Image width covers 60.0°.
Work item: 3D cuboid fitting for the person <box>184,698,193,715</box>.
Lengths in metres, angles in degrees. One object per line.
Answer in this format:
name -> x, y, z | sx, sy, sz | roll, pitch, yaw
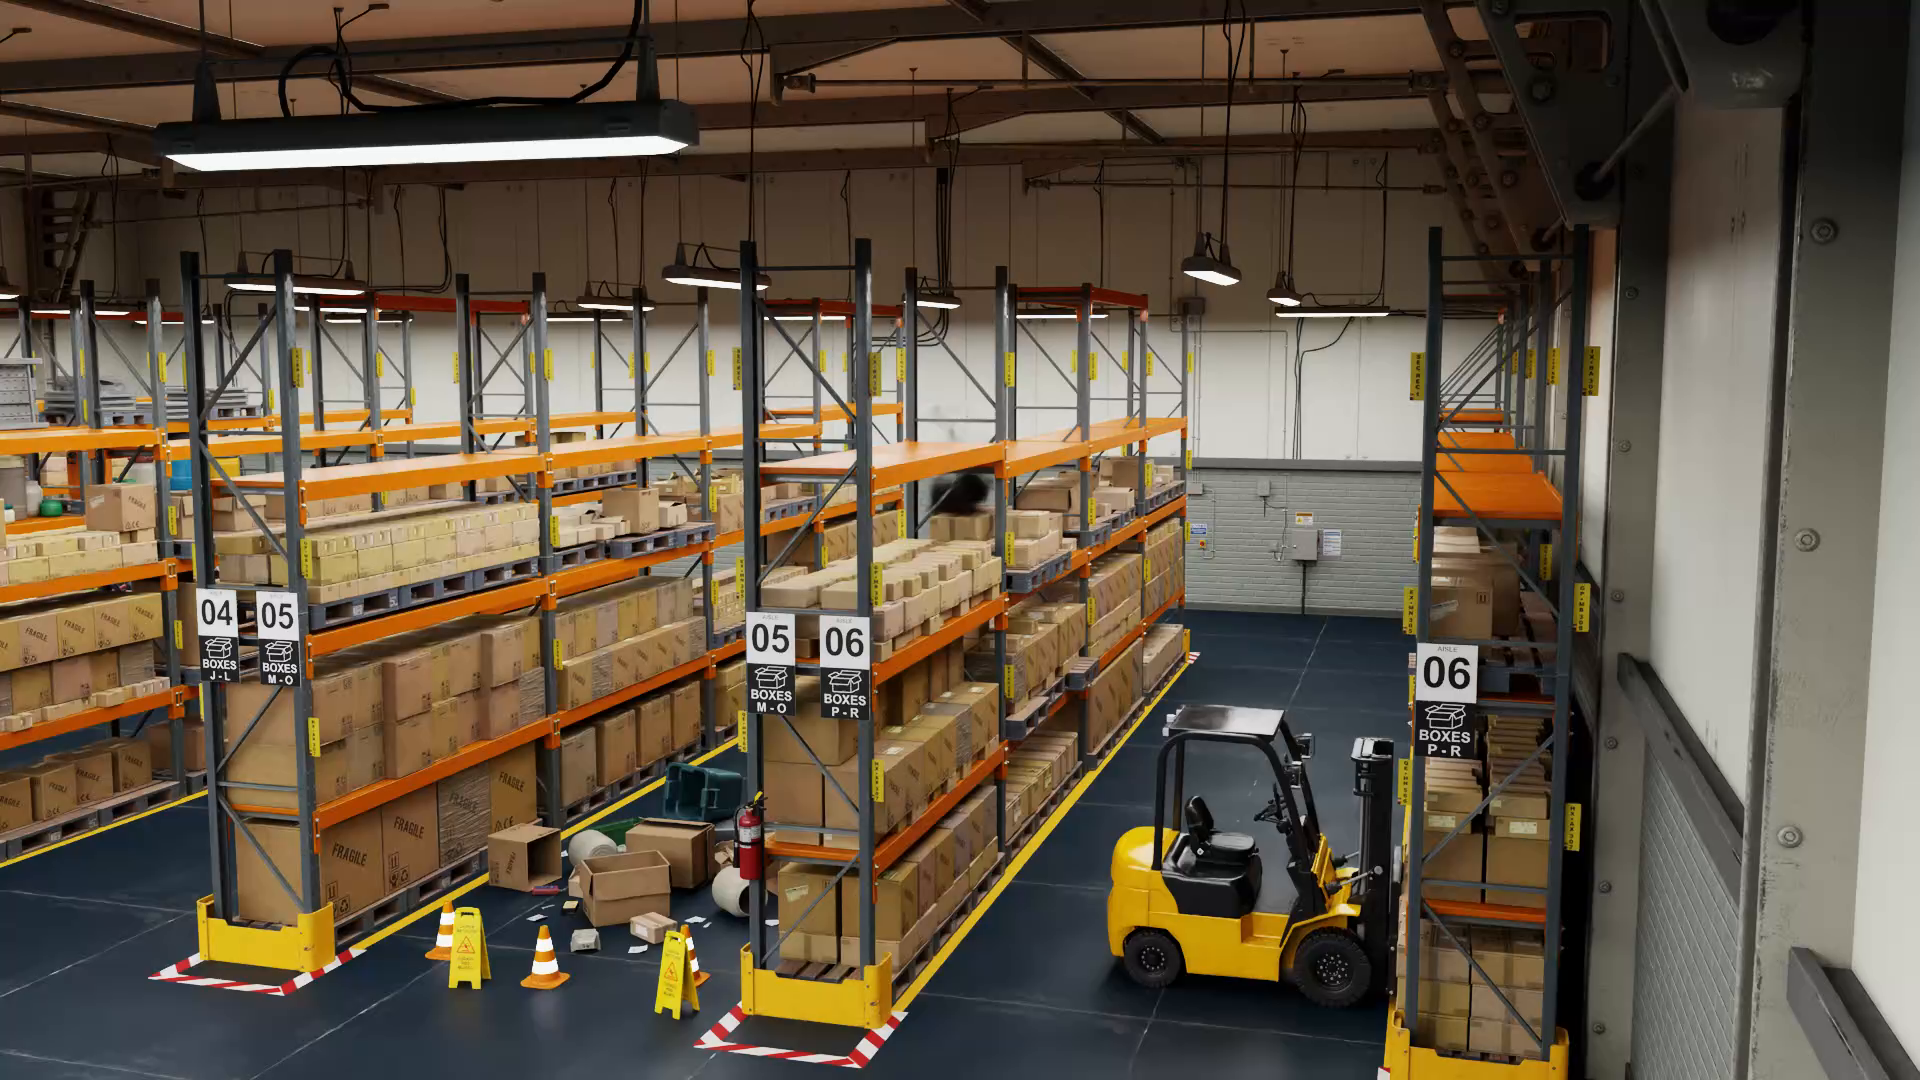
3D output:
person -> -10.964, 1.732, 23.492 | 0.583, 1.664, 0.593 | 1, 6, 9
